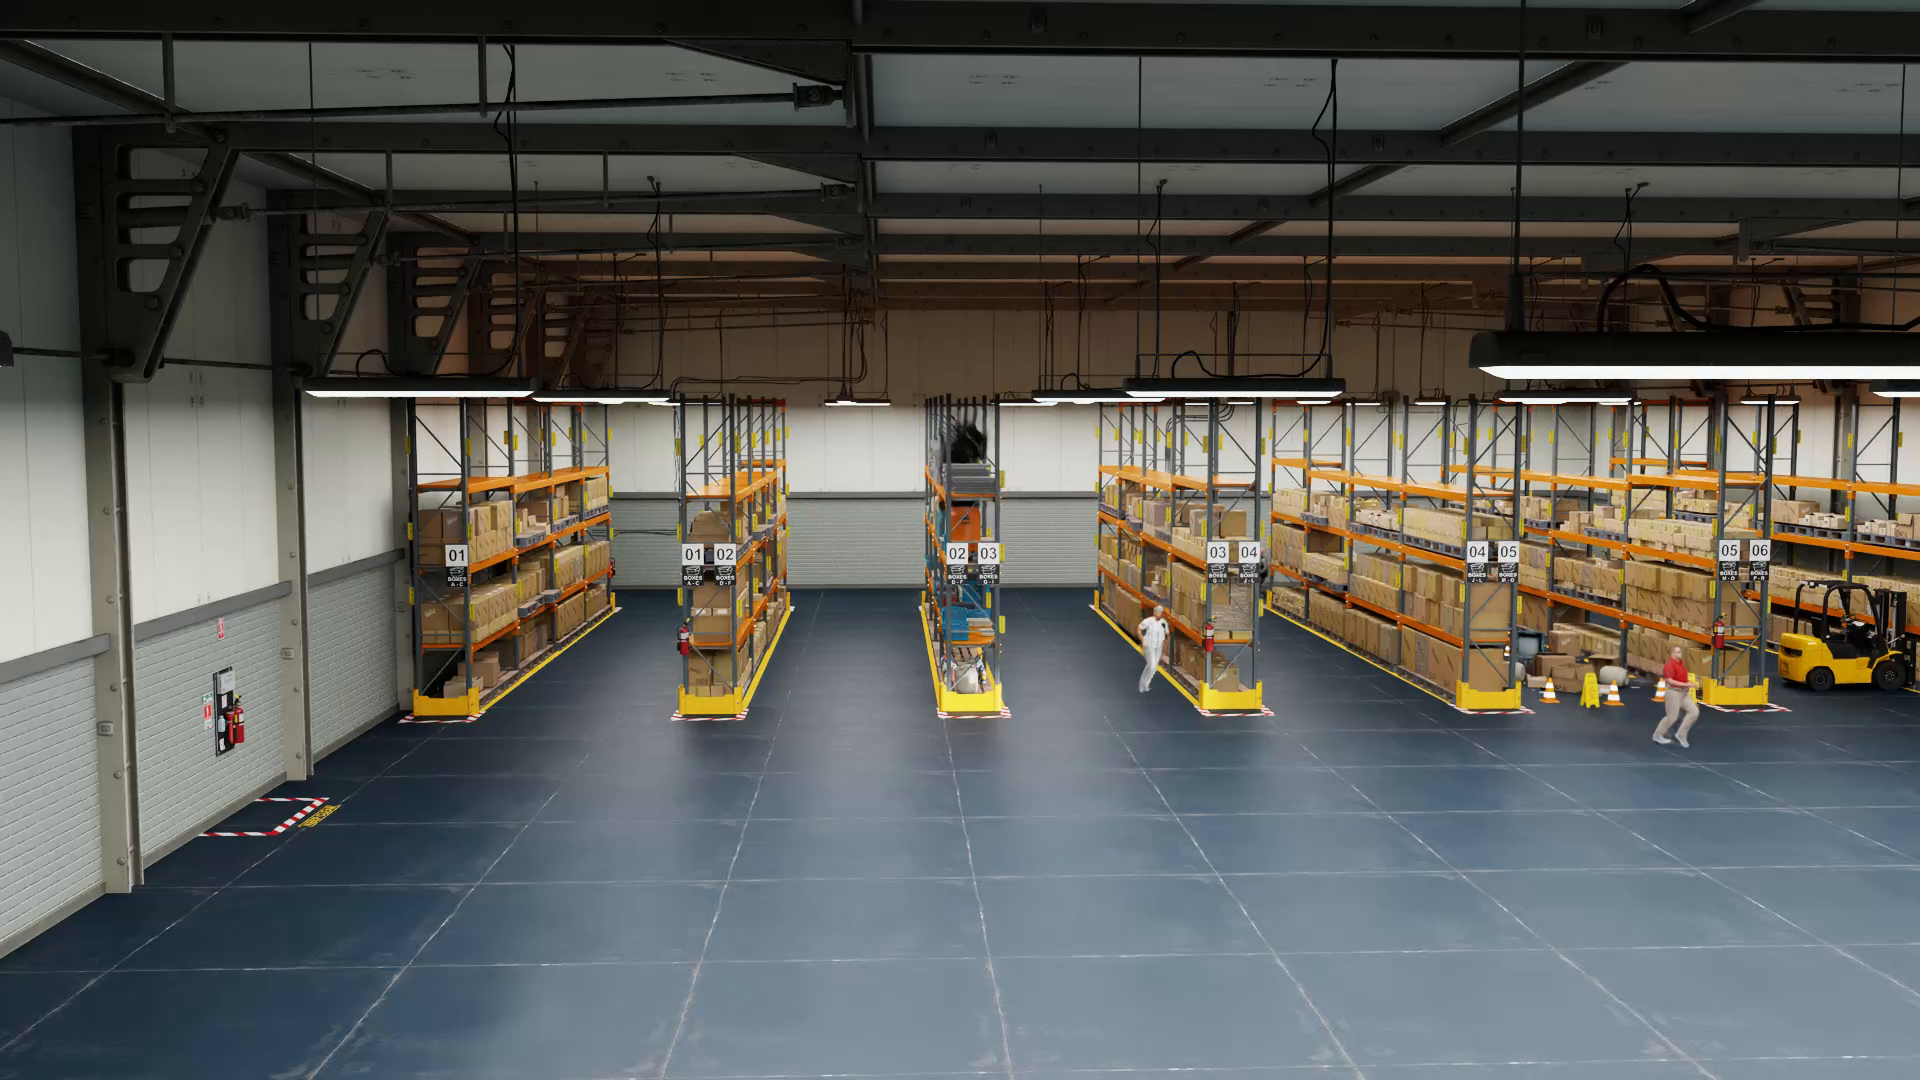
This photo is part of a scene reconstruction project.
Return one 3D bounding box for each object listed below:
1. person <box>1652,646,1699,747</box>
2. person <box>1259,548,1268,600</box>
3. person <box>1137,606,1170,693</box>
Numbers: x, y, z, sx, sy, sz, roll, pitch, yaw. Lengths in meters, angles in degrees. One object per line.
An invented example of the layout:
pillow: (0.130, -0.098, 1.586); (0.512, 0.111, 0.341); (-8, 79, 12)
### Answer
person: (12.167, 2.665, 28.215); (0.671, 1.754, 0.737); (-4, 6, -42)
person: (8.833, 1.058, 48.752); (0.607, 1.673, 0.698); (-1, 5, -11)
person: (3.767, 2.109, 32.116); (0.601, 1.681, 0.554); (-2, 5, -19)
